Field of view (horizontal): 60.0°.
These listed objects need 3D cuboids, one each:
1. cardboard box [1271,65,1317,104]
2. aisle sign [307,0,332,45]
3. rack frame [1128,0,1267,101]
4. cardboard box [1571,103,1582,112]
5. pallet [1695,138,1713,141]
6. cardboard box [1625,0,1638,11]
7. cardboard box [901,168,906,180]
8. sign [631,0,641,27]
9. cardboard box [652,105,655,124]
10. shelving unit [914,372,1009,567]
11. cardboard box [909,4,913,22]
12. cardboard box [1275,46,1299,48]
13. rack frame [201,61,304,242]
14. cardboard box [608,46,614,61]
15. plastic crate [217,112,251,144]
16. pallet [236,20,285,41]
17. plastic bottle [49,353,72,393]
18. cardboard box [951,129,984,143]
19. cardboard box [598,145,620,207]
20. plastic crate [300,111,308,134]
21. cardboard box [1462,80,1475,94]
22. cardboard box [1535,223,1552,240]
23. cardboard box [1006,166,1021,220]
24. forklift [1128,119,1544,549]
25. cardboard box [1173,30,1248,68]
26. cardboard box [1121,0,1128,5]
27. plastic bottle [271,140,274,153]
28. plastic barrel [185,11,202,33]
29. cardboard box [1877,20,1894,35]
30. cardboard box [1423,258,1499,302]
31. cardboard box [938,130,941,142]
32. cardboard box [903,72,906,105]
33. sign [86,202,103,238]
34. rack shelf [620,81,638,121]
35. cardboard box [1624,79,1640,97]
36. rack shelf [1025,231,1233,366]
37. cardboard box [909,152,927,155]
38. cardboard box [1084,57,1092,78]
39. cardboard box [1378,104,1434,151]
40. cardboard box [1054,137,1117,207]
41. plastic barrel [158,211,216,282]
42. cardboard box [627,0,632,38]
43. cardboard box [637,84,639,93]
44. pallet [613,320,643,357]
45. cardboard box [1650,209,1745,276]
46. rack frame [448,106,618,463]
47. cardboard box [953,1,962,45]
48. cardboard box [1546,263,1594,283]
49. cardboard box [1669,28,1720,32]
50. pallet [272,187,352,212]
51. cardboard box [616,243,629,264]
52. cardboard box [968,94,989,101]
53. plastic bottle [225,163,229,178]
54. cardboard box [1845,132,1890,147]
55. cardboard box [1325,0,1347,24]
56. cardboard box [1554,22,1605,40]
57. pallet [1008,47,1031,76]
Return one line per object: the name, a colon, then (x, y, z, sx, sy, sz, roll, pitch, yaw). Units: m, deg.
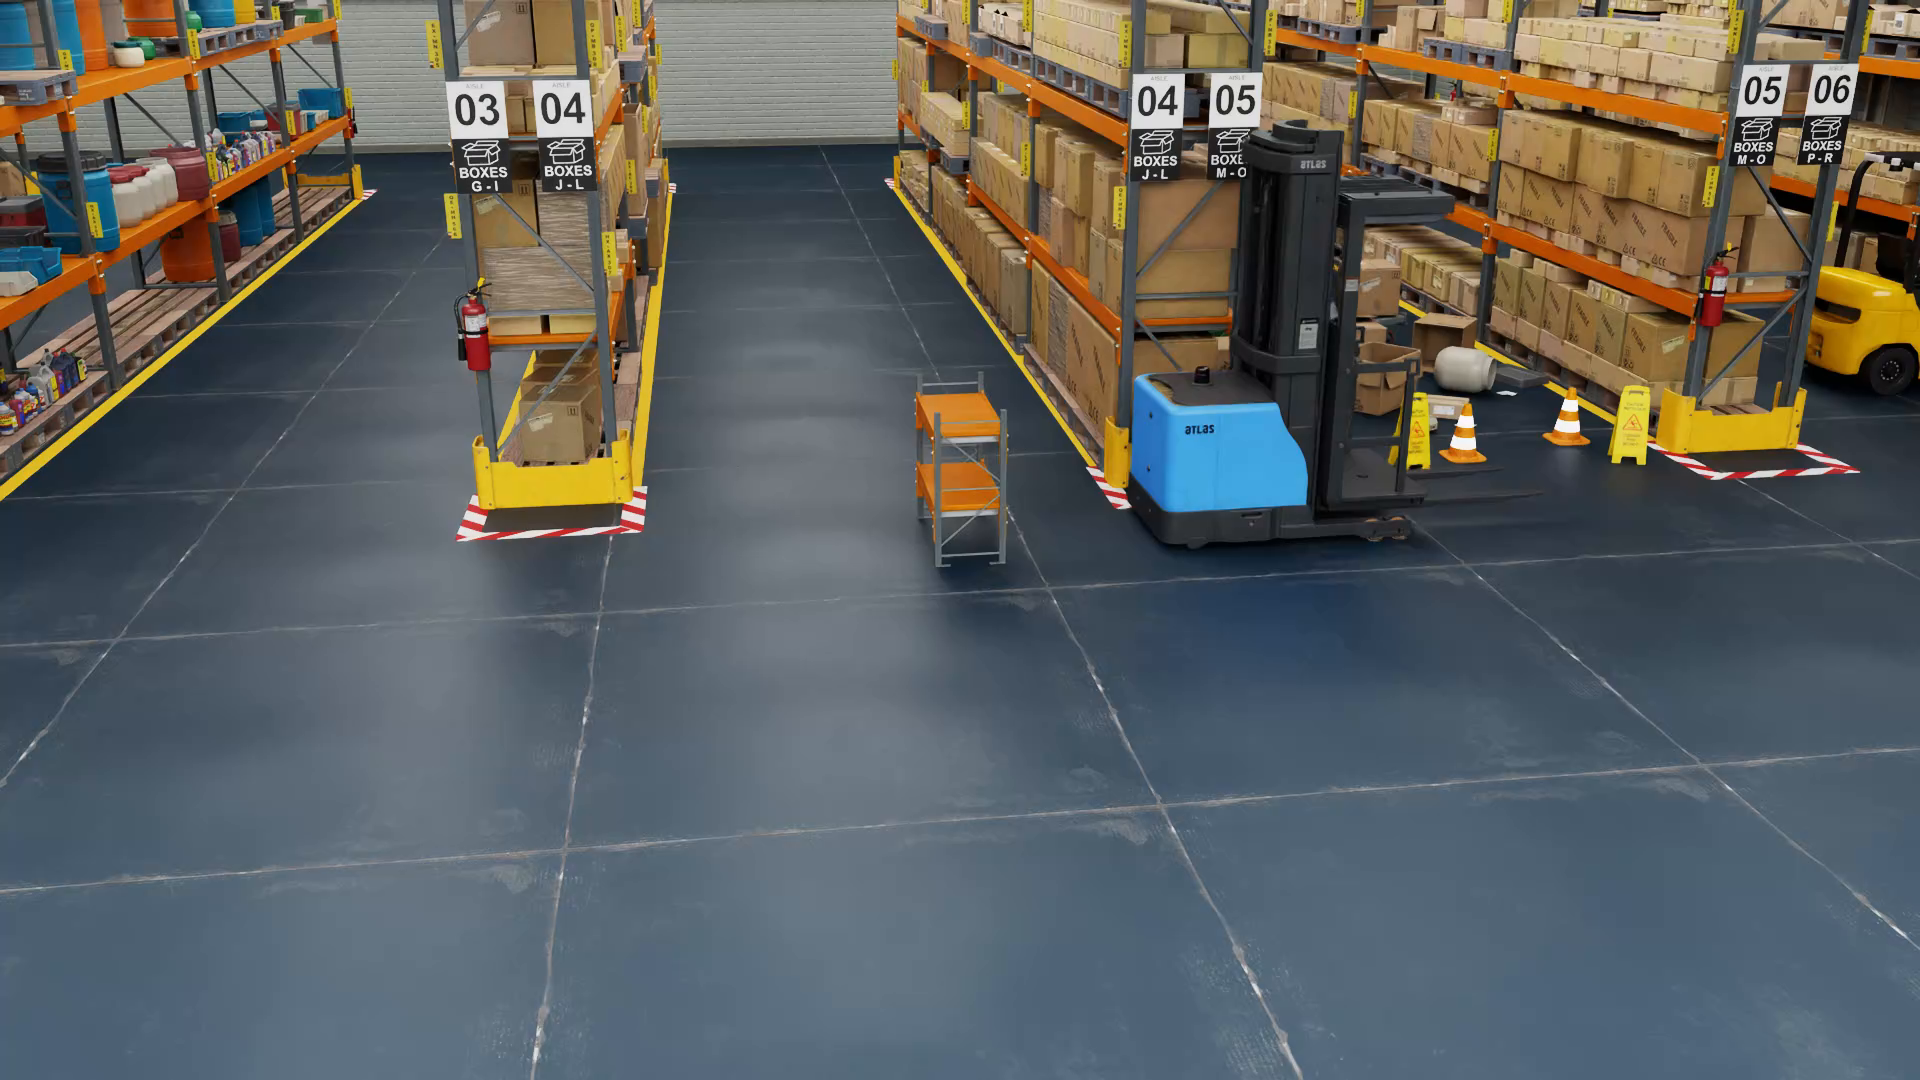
cardboard box: (4.801, -6.529, 23.839, 0.500, 0.500, 0.500, -3, 21, -8)
aisle sign: (-10.084, -8.249, 26.298, 0.394, 0.787, 0.004, -3, 21, -8)
rack frame: (1.767, -4.727, 12.010, 1.000, 3.000, 0.127, -3, 21, -8)
cardboard box: (9.681, -6.672, 25.050, 0.700, 0.500, 0.500, -2, 21, -6)
pallet: (10.242, -5.364, 22.564, 1.213, 0.211, 1.003, -3, 21, -8)
cardboard box: (9.659, -7.573, 23.534, 0.380, 0.149, 0.250, -2, 21, -6)
cardboard box: (-0.781, -6.120, 27.788, 0.380, 0.149, 0.250, -2, 21, -7)
sign: (-3.772, -6.145, 19.356, 0.100, 0.325, 0.005, -3, 21, -8)
cardboard box: (-4.761, -6.273, 24.515, 0.500, 0.250, 0.500, -3, 21, -8)
shelving unit: (-0.001, -0.529, 12.026, 0.538, 1.125, 1.048, -3, 21, -8)
cardboard box: (-0.505, -8.083, 25.498, 0.500, 0.250, 0.500, -3, 21, -8)
cardboard box: (5.001, -7.472, 25.435, 0.380, 0.149, 0.250, -3, 21, -8)
rack frame: (-9.787, -5.606, 22.939, 1.000, 3.000, 0.127, -3, 21, -8)
cardboard box: (-3.400, -4.510, 15.361, 0.380, 0.149, 0.250, -2, 21, -6)
plastic crate: (-10.192, -5.771, 23.318, 0.392, 0.384, 0.575, -3, 21, -8)
pallet: (-9.577, -6.656, 21.734, 1.213, 0.211, 1.003, -3, 21, -8)
plastic bottle: (-8.228, -1.527, 15.173, 0.144, 0.351, 0.185, -4, 21, -10)
cardboard box: (0.092, -5.053, 20.791, 0.380, 0.149, 0.250, -2, 21, -7)
cardboard box: (-3.182, -3.079, 14.176, 0.500, 0.500, 0.500, -3, 21, -8)
plastic crate: (-9.825, -6.117, 24.390, 0.437, 0.282, 0.530, -3, 21, -8)
cardboard box: (9.054, -7.891, 28.845, 0.500, 0.250, 0.500, -3, 21, -7)
cardboard box: (5.960, -3.080, 16.535, 0.380, 0.149, 0.250, -2, 21, -6)
cardboard box: (0.778, -3.690, 17.666, 0.500, 0.500, 0.500, -3, 21, -8)
forklift: (2.857, -1.540, 12.151, 3.031, 2.935, 1.130, -4, 21, -9)
cardboard box: (1.951, -3.814, 12.900, 0.500, 0.250, 0.500, -3, 21, -8)
cardboard box: (1.666, -4.834, 15.062, 0.380, 0.149, 0.250, -3, 21, -7)
plastic bottle: (-9.366, -5.354, 22.548, 0.097, 0.201, 0.097, 0, 20, 0)
plastic barrel: (-9.135, -6.129, 19.673, 0.294, 0.245, 0.294, 0, 20, 0)
cardboard box: (10.526, -5.734, 18.610, 0.380, 0.149, 0.250, -3, 21, -8)
cardboard box: (5.889, -2.982, 19.068, 0.950, 0.372, 0.625, -2, 21, -4)
cardboard box: (-0.092, -5.357, 22.031, 0.380, 0.149, 0.250, -2, 21, -6)
cardboard box: (-0.646, -7.289, 26.876, 0.500, 0.500, 0.500, -3, 21, -8)
sign: (-8.088, -2.990, 15.538, 0.100, 0.325, 0.005, -3, 21, -8)
rack shelf: (-4.021, -4.847, 17.647, 1.077, 0.370, 4.000, -3, 21, -8)
cardboard box: (6.166, -4.043, 14.825, 0.380, 0.149, 0.250, -3, 21, -9)
rack shelf: (1.479, -2.272, 15.040, 1.077, 0.370, 4.000, -3, 21, -8)
cardboard box: (-0.641, -6.308, 27.442, 0.380, 0.149, 0.250, -3, 21, -7)
cardboard box: (1.237, -3.898, 13.694, 0.380, 0.149, 0.250, -3, 21, -9)
cardboard box: (5.416, -5.006, 20.164, 0.500, 0.500, 0.500, -2, 21, -5)
cardboard box: (1.346, -3.369, 15.193, 0.875, 0.550, 0.550, -3, 21, -8)
plastic barrel: (-9.298, -3.570, 19.988, 0.600, 0.830, 0.708, -3, 21, -8)
cardboard box: (-3.908, -5.828, 18.388, 0.500, 0.500, 0.500, -3, 21, -8)
cardboard box: (-4.698, -5.914, 22.186, 0.797, 0.503, 0.637, -3, 21, -7)
pallet: (-3.846, -2.049, 17.401, 1.003, 0.211, 1.213, -3, 21, -8)
cardboard box: (6.300, -2.561, 14.218, 0.500, 0.500, 0.500, -3, 21, -9)
rack frame: (-3.156, -1.701, 12.484, 1.000, 3.000, 0.127, -3, 21, -8)
cardboard box: (0.195, -6.496, 20.890, 0.500, 0.500, 0.500, -3, 21, -8)
cardboard box: (5.968, -2.615, 16.260, 0.380, 0.149, 0.250, -2, 21, -5)
cardboard box: (6.613, -4.524, 14.973, 0.380, 0.149, 0.250, -2, 21, -7)
pallet: (-10.283, -5.397, 26.365, 1.003, 0.211, 1.213, -3, 21, -8)
cardboard box: (-3.261, -2.651, 15.386, 0.380, 0.149, 0.250, -3, 21, -8)
cardboard box: (0.328, -6.207, 23.455, 0.380, 0.149, 0.250, -4, 21, -9)
plastic bottle: (-9.028, -4.542, 20.374, 0.097, 0.201, 0.097, 0, 20, 0)
cardboard box: (10.533, -4.649, 19.307, 0.380, 0.149, 0.250, -3, 21, -9)
cardboard box: (5.167, -6.953, 21.514, 0.700, 0.500, 0.500, -4, 21, -10)
cardboard box: (5.904, -4.849, 15.843, 0.380, 0.149, 0.250, -3, 21, -8)
pallet: (1.009, -4.932, 17.120, 0.805, 0.209, 1.217, -4, 21, -10)
